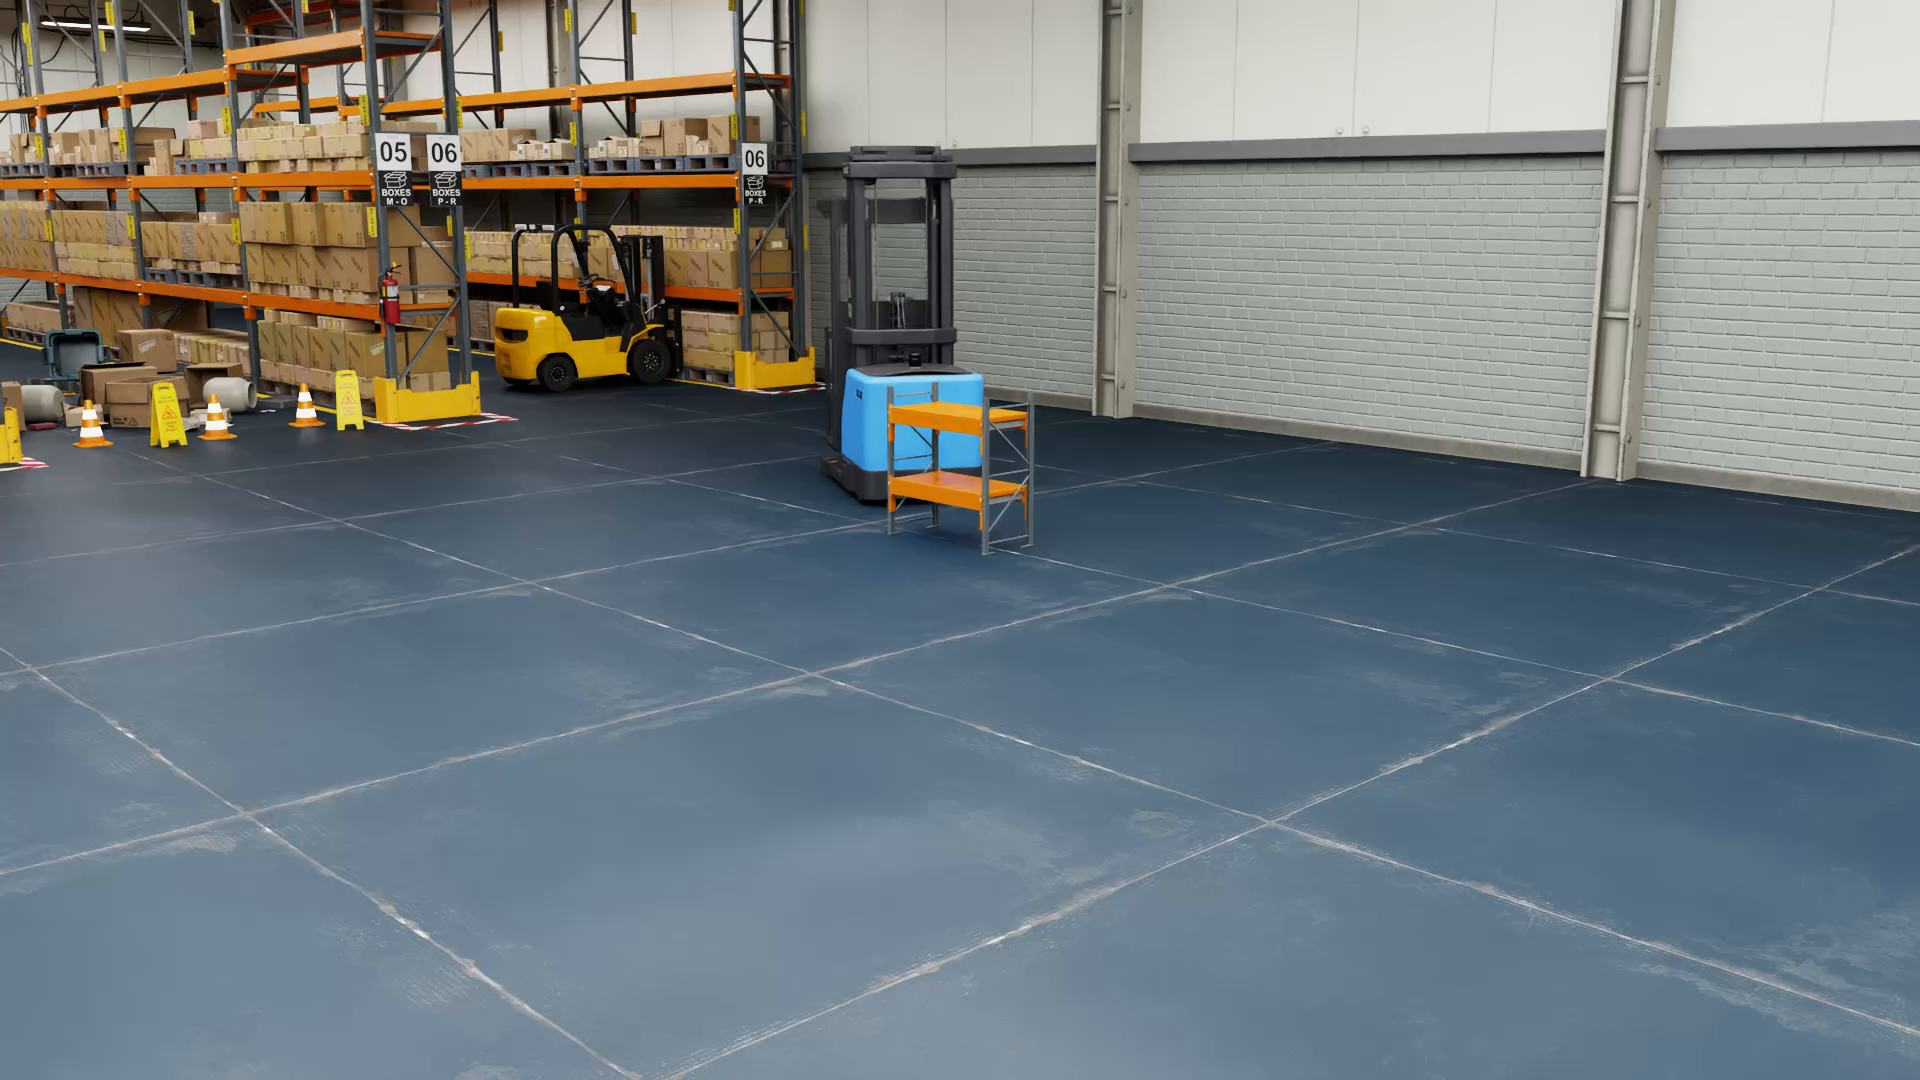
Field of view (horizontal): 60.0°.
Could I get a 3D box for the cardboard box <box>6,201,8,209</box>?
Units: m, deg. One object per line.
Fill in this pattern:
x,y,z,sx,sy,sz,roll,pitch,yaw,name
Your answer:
-16.370,-5.833,28.959,0.380,0.149,0.250,-11,16,-42,cardboard box

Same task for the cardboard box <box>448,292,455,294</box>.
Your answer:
-8.910,-4.311,29.451,0.380,0.149,0.250,-11,16,-44,cardboard box

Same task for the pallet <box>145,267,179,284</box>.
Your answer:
-11.064,-3.866,24.217,1.213,0.211,1.003,-11,16,-43,pallet

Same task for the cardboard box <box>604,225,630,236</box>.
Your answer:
-5.019,-4.559,24.513,0.380,0.149,0.250,-11,16,-42,cardboard box

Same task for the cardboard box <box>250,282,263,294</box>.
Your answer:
-8.886,-3.251,21.382,0.380,0.149,0.250,-11,16,-43,cardboard box

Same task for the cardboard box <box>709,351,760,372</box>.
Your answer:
-3.074,-2.457,22.678,0.500,0.250,0.500,-11,16,-42,cardboard box

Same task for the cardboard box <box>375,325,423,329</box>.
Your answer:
-6.847,-2.343,20.265,0.500,0.500,0.500,11,16,43,cardboard box

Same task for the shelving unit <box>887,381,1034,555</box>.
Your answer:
-0.005,-0.552,12.303,0.538,1.125,1.048,-11,16,-43,shelving unit

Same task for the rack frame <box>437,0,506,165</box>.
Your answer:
-8.046,-7.679,27.385,1.000,3.000,0.127,-11,16,-43,rack frame

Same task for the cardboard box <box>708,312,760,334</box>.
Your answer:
-3.065,-2.946,22.573,0.500,0.250,0.500,-10,15,-41,cardboard box

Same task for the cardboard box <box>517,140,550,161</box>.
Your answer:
-6.490,-6.021,25.703,0.500,0.311,0.500,11,16,43,cardboard box

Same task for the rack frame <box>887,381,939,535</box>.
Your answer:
-0.356,-0.626,12.663,0.500,1.125,0.032,-11,16,-43,rack frame

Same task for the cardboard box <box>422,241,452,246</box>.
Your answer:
-9.009,-4.982,28.492,0.500,0.250,0.500,11,16,42,cardboard box

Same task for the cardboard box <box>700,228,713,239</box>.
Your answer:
-3.314,-4.175,22.650,0.380,0.149,0.250,-10,16,-41,cardboard box

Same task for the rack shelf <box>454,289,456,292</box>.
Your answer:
-9.427,-4.681,29.480,1.077,0.370,4.000,-11,16,-43,rack shelf

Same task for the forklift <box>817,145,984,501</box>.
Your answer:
-0.657,-2.010,14.905,1.130,2.935,3.031,-3,12,-14,forklift

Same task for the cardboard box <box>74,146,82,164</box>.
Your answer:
-13.387,-5.926,25.602,0.396,0.266,0.258,-9,15,-38,cardboard box

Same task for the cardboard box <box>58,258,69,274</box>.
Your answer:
-14.283,-4.458,26.989,0.500,0.250,0.500,11,16,44,cardboard box

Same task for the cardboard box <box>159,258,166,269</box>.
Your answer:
-11.217,-3.966,23.810,0.250,0.149,0.380,10,16,41,cardboard box

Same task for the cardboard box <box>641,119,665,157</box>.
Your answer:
-4.015,-5.633,23.340,0.797,0.503,0.637,-10,15,-41,cardboard box

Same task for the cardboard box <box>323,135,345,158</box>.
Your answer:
-6.994,-4.535,19.193,0.500,0.250,0.500,-11,16,-43,cardboard box

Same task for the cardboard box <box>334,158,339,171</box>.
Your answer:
-7.039,-4.362,19.340,0.380,0.149,0.250,-11,16,-42,cardboard box

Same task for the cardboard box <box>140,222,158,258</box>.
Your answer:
-11.490,-4.351,24.073,0.500,0.500,0.500,11,16,44,cardboard box

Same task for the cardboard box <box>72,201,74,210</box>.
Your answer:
-14.822,-5.638,28.010,0.380,0.149,0.250,-11,16,-43,cardboard box

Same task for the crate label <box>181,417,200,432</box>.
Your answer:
-8.495,-1.264,18.208,0.298,0.136,0.250,3,12,16,crate label

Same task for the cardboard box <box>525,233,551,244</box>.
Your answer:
-6.584,-4.725,26.058,0.380,0.149,0.250,-11,16,-42,cardboard box

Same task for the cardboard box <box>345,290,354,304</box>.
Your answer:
-6.939,-2.845,19.410,0.380,0.149,0.250,-11,16,-44,cardboard box

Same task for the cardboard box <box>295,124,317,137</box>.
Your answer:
-7.639,-4.845,19.709,0.380,0.149,0.250,-10,16,-41,cardboard box

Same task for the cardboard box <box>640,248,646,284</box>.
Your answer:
-4.444,-3.958,23.940,0.500,0.500,0.500,-11,16,-43,cardboard box

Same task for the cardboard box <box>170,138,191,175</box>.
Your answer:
-10.559,-5.350,23.256,0.797,0.503,0.637,-11,16,-43,cardboard box

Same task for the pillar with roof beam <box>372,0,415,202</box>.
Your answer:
-13.751,-7.891,28.410,9.100,9.000,0.548,-11,16,-43,pillar with roof beam

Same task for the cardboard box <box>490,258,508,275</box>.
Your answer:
-7.212,-4.421,26.806,0.500,0.250,0.500,11,16,43,cardboard box

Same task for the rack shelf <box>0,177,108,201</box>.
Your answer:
-15.777,-6.041,28.651,1.077,0.370,4.000,-11,16,-43,rack shelf

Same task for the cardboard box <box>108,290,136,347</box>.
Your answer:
-12.663,-3.457,25.983,0.875,0.875,0.875,-11,16,-42,cardboard box

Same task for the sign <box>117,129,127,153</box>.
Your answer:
-12.041,-5.734,23.898,0.100,0.325,0.005,-11,16,-43,sign

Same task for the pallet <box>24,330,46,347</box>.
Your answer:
-15.711,-3.567,29.202,1.003,0.211,1.213,-11,16,-43,pallet

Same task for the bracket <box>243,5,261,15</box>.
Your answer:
-14.751,-11.019,34.674,0.235,0.232,0.430,-11,16,-43,bracket

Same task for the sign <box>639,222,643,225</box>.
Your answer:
-4.883,-4.698,25.438,0.100,0.325,0.005,-11,16,-43,sign

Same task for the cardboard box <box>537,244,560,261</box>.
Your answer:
-6.168,-4.439,25.656,0.500,0.250,0.500,11,16,44,cardboard box

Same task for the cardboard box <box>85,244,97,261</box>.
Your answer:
-13.236,-4.478,25.844,0.500,0.250,0.500,11,16,43,cardboard box

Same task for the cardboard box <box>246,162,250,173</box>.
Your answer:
-8.833,-4.731,21.129,0.380,0.149,0.250,-11,16,-43,cardboard box

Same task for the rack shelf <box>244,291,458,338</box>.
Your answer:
-7.490,-2.821,20.453,1.077,0.370,4.000,-11,16,-43,rack shelf

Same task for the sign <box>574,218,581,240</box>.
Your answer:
-5.669,-4.609,24.674,0.100,0.325,0.005,-11,16,-43,sign

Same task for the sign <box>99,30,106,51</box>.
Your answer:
-14.012,-8.145,27.132,0.100,0.325,0.005,-11,16,-43,sign

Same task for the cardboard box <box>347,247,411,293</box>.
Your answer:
-6.683,-3.117,19.122,0.500,0.500,0.500,-11,16,-44,cardboard box

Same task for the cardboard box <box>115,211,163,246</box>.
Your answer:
-12.180,-4.627,24.709,0.500,0.500,0.500,11,16,44,cardboard box

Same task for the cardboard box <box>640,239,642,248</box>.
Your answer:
-4.391,-4.250,23.752,0.250,0.149,0.380,11,16,43,cardboard box

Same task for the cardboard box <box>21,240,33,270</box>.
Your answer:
-15.618,-4.859,28.317,0.500,0.500,0.500,-11,16,-43,cardboard box

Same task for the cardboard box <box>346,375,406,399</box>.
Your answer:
-6.878,-1.824,19.606,0.500,0.250,0.500,-11,16,-43,cardboard box

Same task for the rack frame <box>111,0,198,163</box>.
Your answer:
-11.633,-6.987,24.025,1.000,3.000,0.127,-11,16,-43,rack frame

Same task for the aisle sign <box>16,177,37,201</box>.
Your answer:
-16.984,-6.543,30.296,0.394,0.787,0.004,-11,16,-43,aisle sign
